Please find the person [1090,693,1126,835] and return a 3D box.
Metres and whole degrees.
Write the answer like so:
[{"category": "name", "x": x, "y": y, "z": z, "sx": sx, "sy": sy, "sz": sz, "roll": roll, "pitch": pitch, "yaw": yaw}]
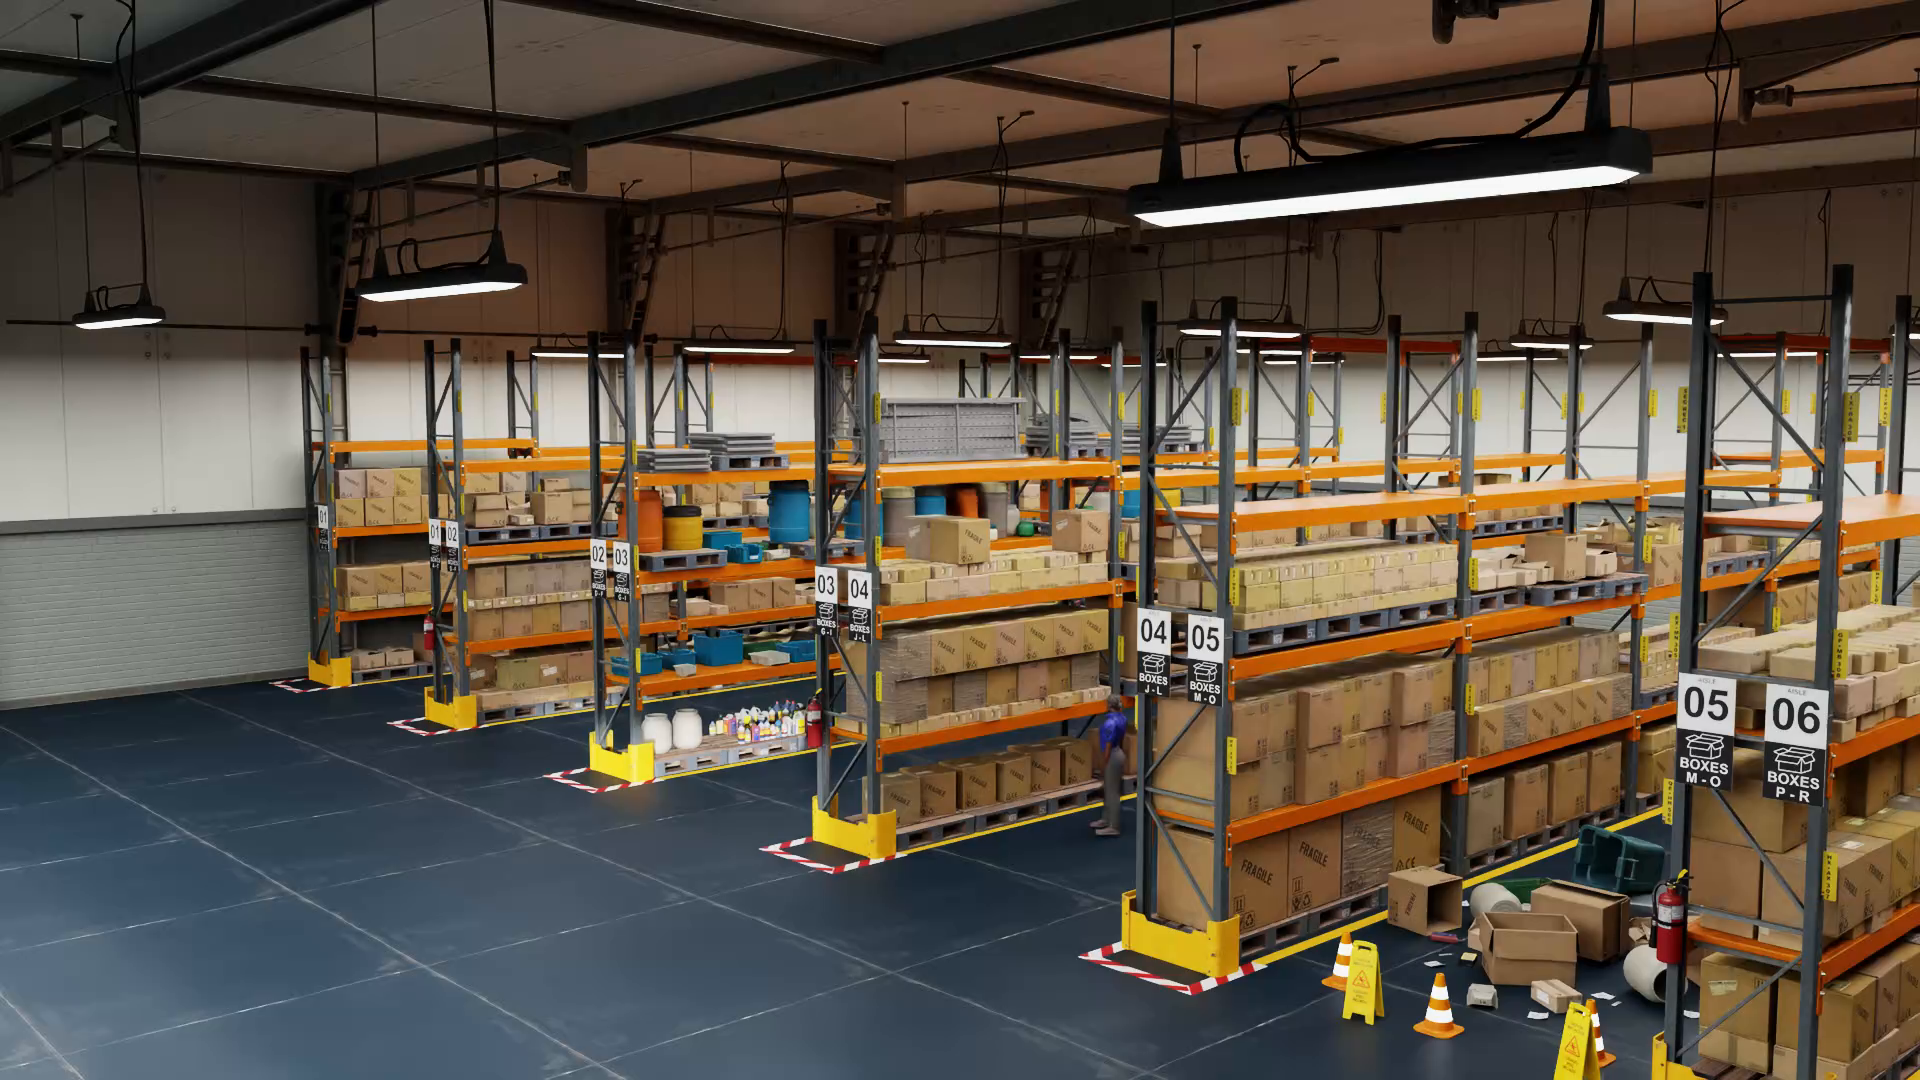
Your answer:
[{"category": "person", "x": 1.734, "y": 2.612, "z": 19.584, "sx": 0.430, "sy": 1.657, "sz": 0.505, "roll": 1, "pitch": 5, "yaw": 11}]
